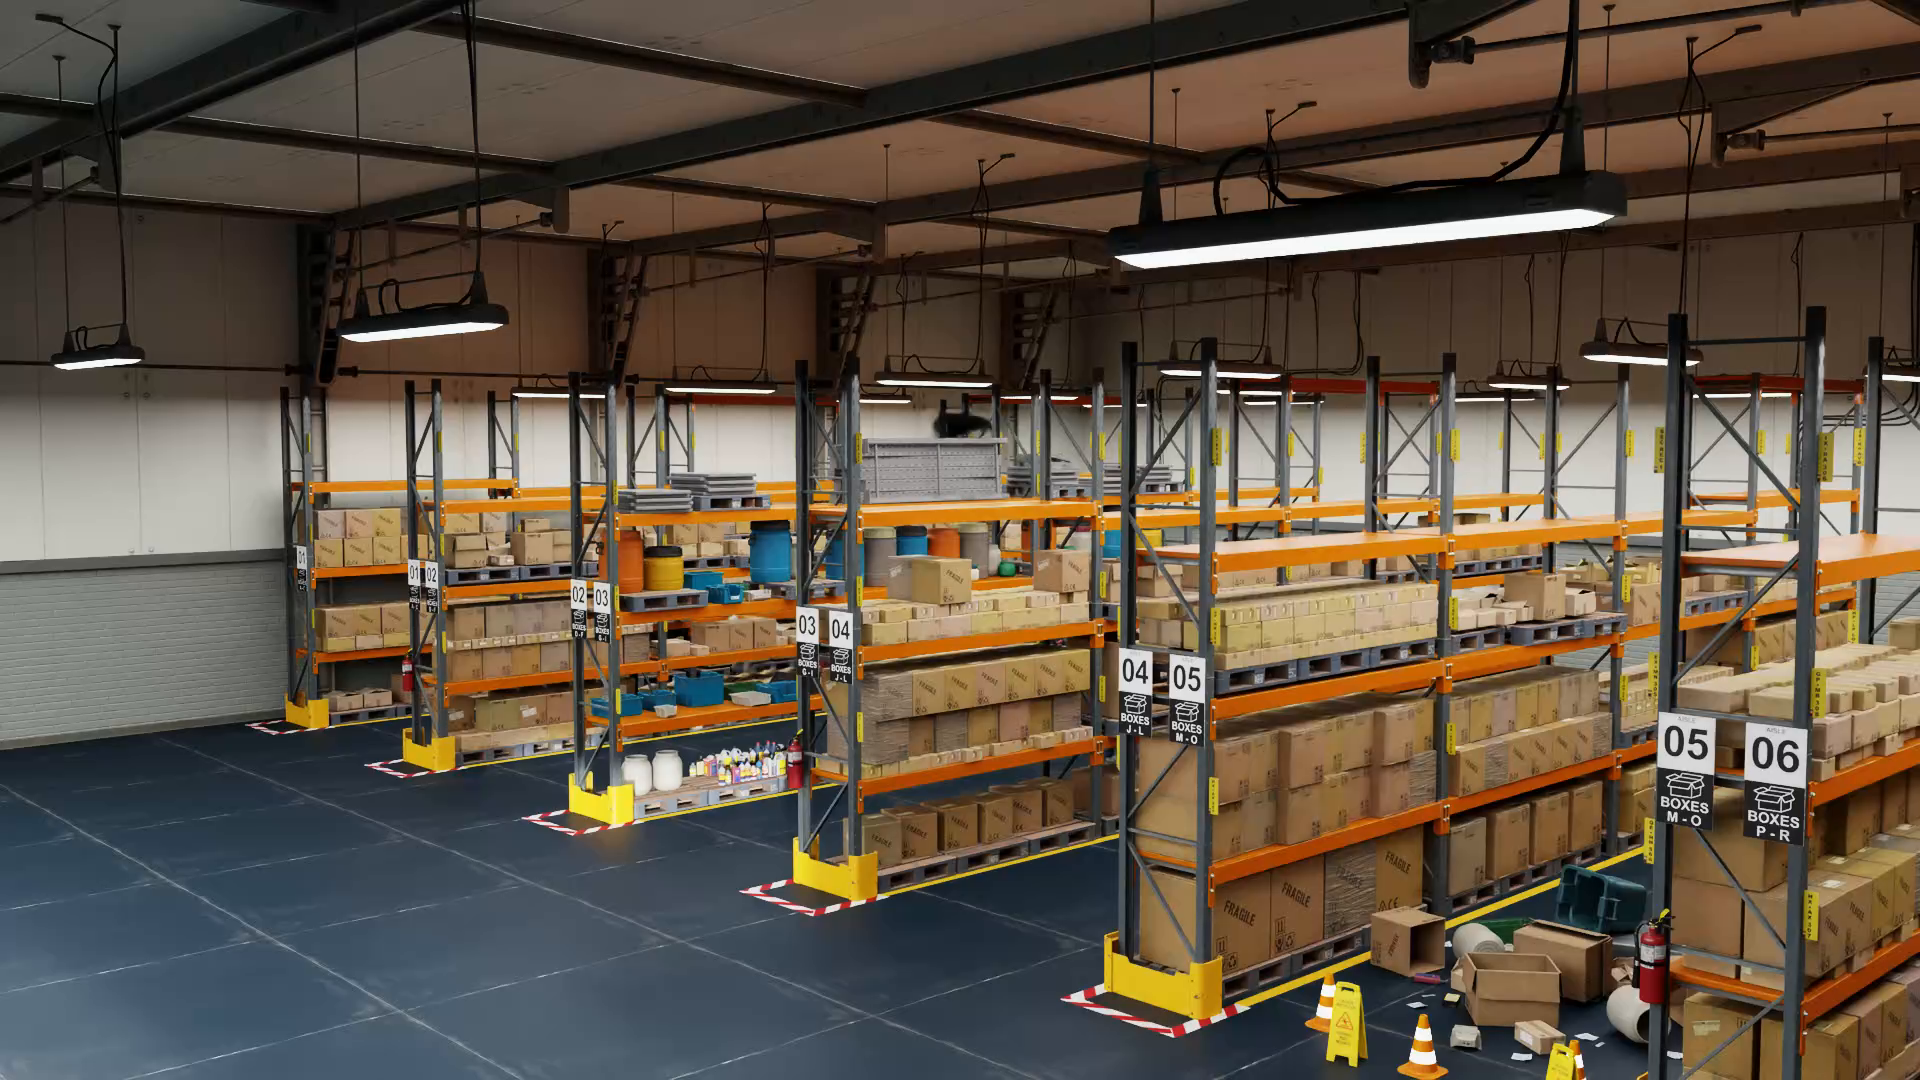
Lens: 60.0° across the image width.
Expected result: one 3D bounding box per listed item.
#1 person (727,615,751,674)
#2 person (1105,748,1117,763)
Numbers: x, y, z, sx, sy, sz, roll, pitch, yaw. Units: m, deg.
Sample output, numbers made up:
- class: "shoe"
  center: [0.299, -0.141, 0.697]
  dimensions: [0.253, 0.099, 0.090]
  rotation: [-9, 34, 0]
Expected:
- class: "person"
  center: [-4.456, 2.245, 33.353]
  dimensions: [0.735, 1.578, 0.838]
  rotation: [2, 4, 24]
- class: "person"
  center: [2.364, 2.807, 25.758]
  dimensions: [0.578, 1.468, 0.900]
  rotation: [4, 5, 44]
